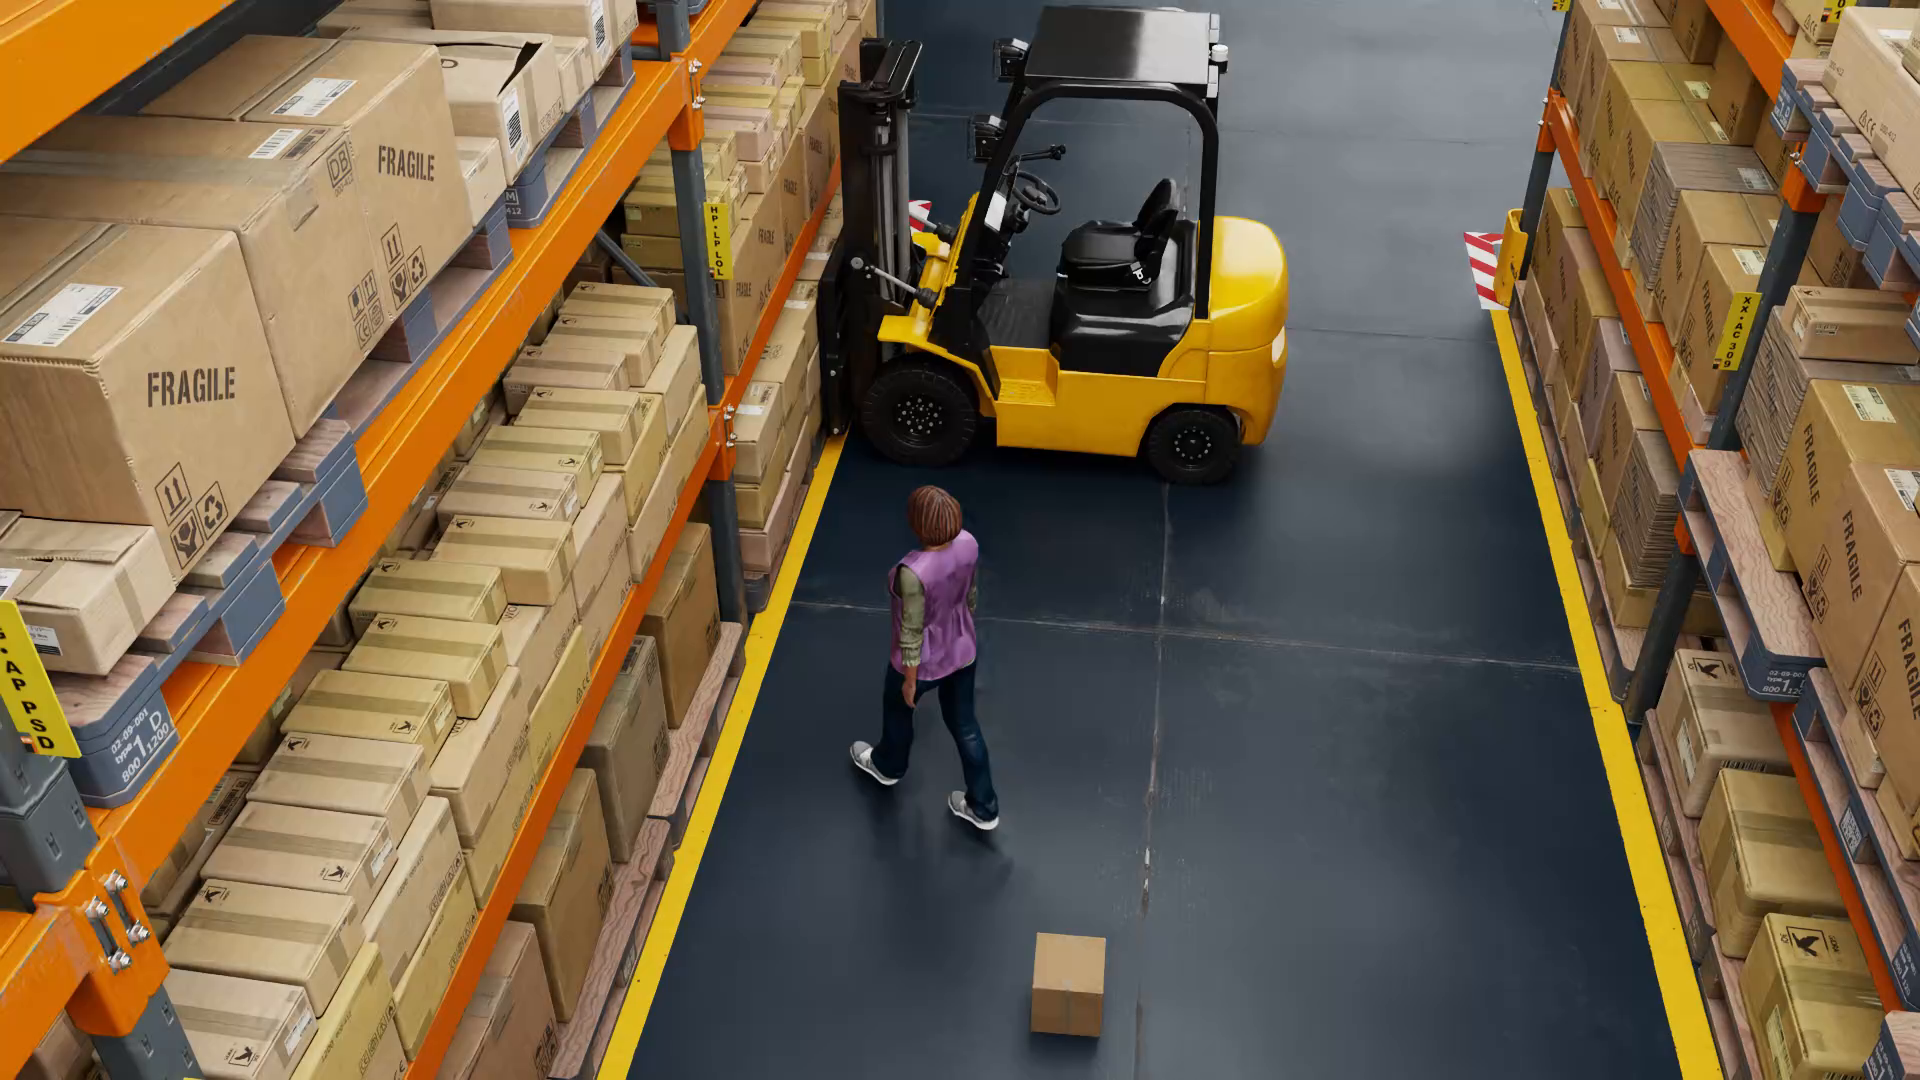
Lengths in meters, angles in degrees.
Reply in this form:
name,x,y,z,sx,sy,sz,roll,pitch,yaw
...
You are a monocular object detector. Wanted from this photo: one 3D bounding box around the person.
name,x,y,z,sx,sy,sz,roll,pitch,yaw
person,-0.131,0.415,6.473,0.421,1.573,0.764,-27,44,-31
